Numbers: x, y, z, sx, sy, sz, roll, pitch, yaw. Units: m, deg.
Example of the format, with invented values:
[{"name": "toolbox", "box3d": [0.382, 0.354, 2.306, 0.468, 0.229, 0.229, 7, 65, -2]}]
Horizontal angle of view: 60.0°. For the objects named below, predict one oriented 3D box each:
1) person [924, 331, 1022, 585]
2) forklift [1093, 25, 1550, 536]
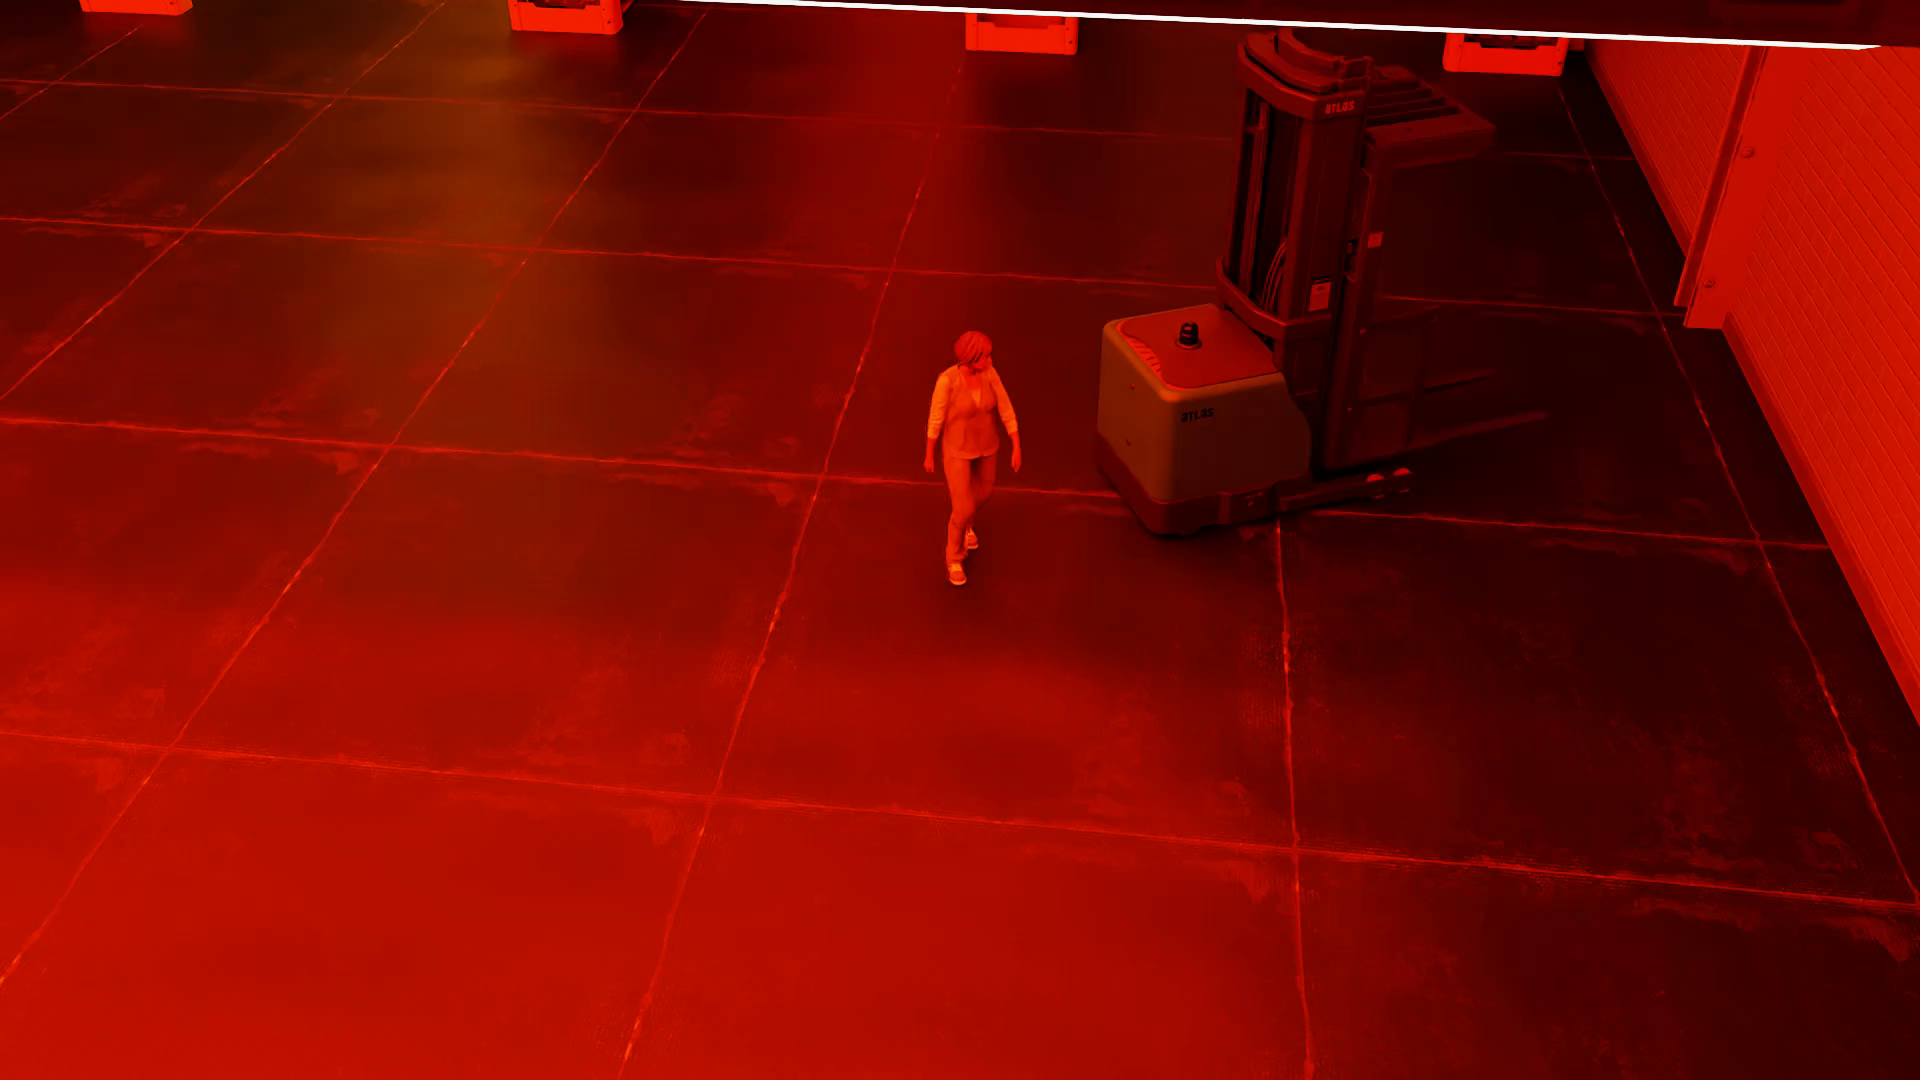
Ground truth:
[{"name": "person", "box3d": [0.046, -0.528, 9.917, 0.528, 1.553, 0.586, -21, 41, -26]}, {"name": "forklift", "box3d": [2.466, -1.730, 10.377, 3.031, 2.935, 1.130, -12, 38, -16]}]
